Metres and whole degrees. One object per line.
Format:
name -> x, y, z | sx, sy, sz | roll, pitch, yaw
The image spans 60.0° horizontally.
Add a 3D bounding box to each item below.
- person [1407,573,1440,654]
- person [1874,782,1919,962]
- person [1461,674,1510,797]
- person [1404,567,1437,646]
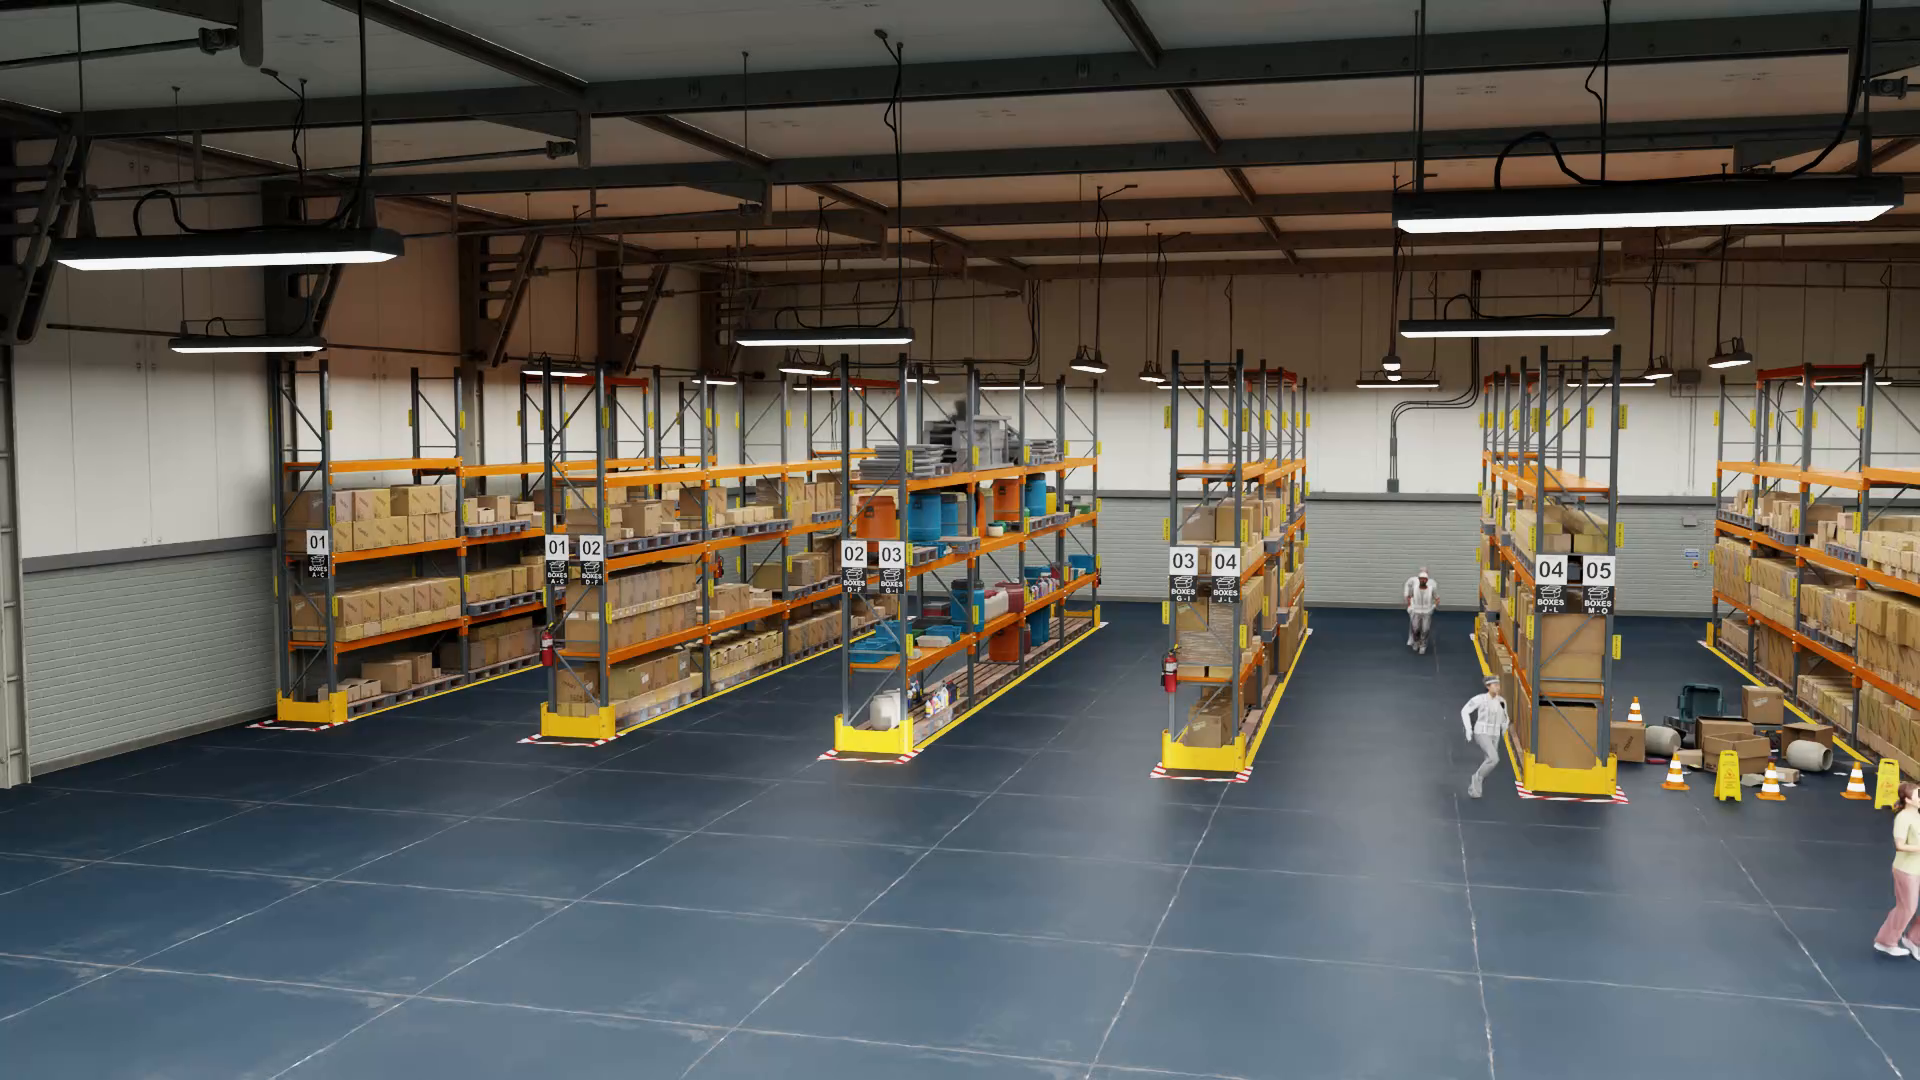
person -> 9.908, 1.568, 35.584 | 0.689, 1.745, 0.580 | 1, 4, 17
person -> 8.790, 3.185, 15.326 | 0.560, 1.465, 0.633 | -3, 5, -35
person -> 7.026, 2.598, 21.993 | 0.603, 1.636, 0.560 | -1, 4, -19
person -> 10.221, 1.461, 36.896 | 0.702, 1.750, 0.751 | 1, 4, 14
